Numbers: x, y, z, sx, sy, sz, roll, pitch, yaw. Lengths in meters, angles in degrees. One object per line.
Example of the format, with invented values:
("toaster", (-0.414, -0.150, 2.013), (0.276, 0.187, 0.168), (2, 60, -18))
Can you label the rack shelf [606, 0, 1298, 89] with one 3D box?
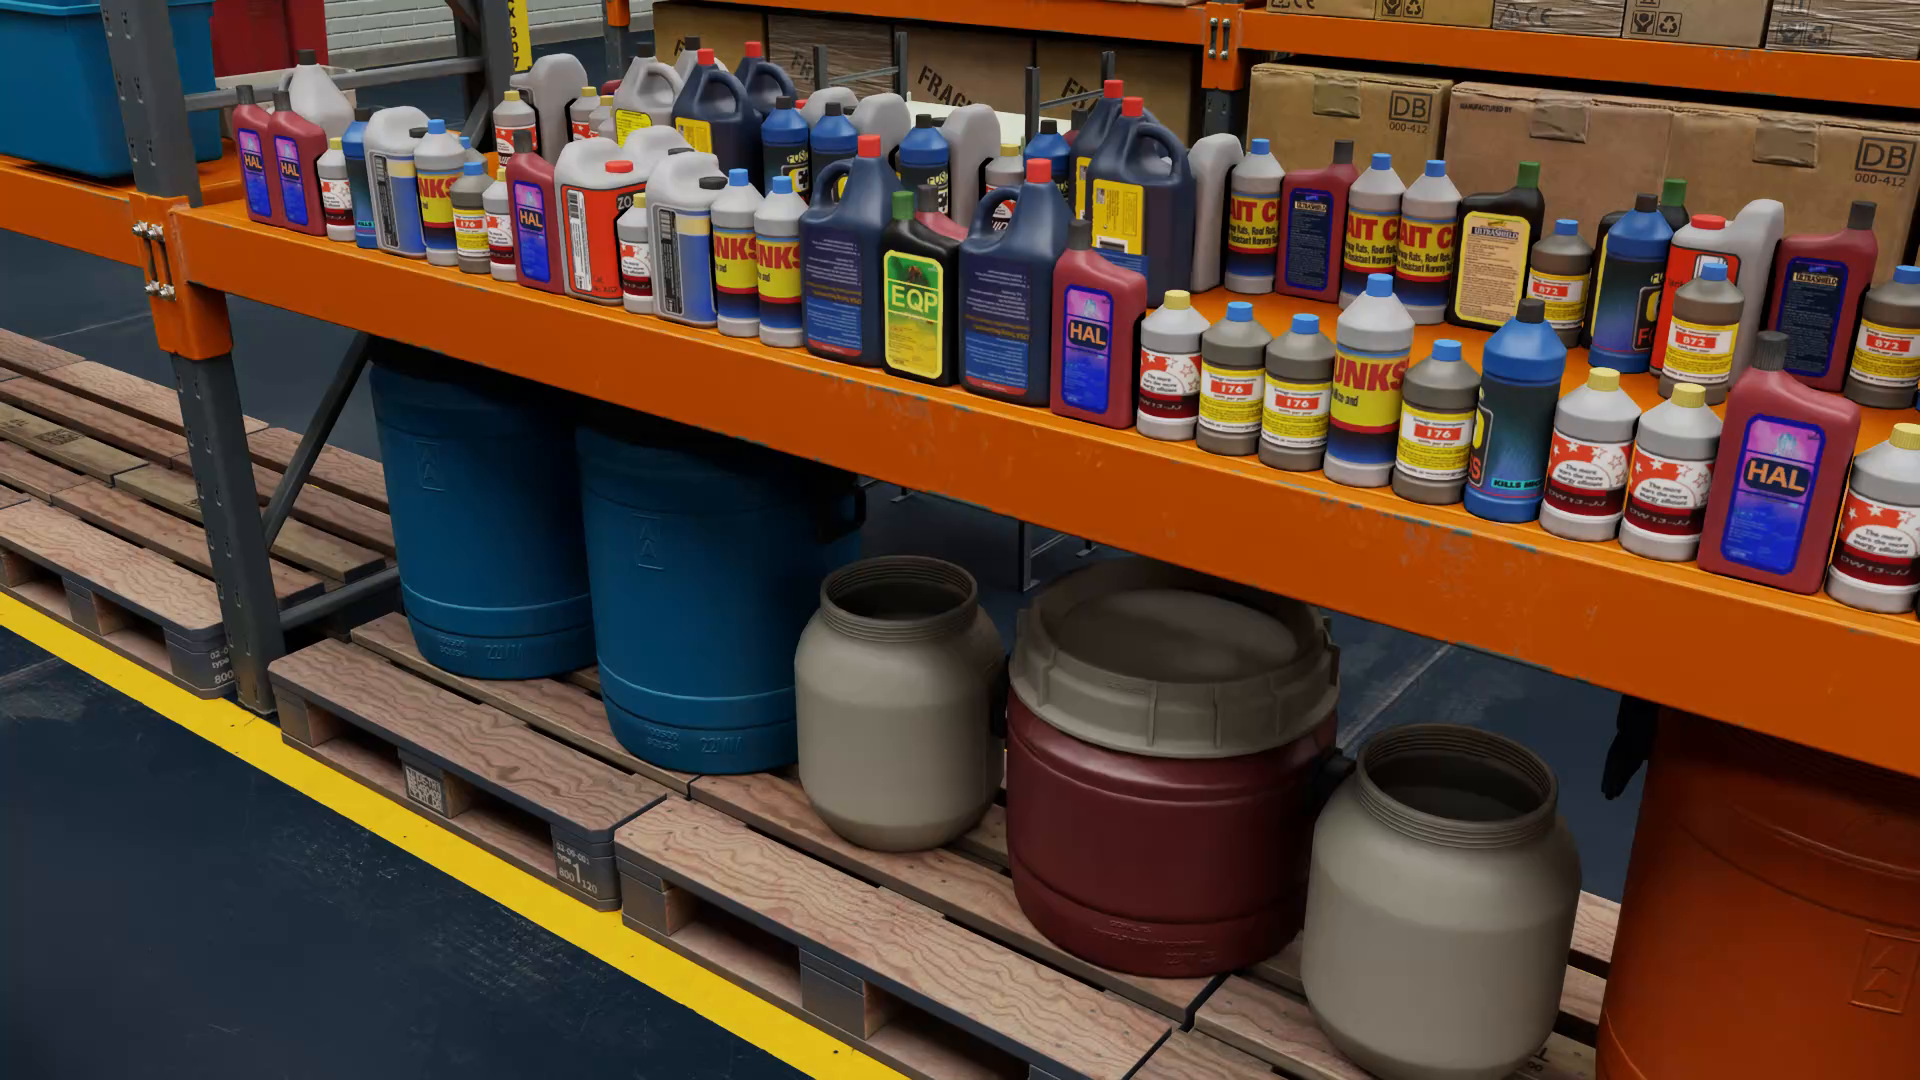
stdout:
("rack shelf", (-0.139, -2.846, 8.880), (4.000, 0.370, 1.077), (17, 29, 33))

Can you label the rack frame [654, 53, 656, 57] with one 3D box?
("rack frame", (-1.737, -3.659, 9.835), (0.053, 2.616, 0.949), (17, 29, 33))

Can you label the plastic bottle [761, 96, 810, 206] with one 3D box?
("plastic bottle", (-0.364, -0.788, 3.478), (0.097, 0.271, 0.097), (0, 24, 0))

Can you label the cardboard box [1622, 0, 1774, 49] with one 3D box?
("cardboard box", (2.899, -2.179, 6.352), (0.500, 0.500, 0.500), (17, 29, 34))

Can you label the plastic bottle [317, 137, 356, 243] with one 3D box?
("plastic bottle", (-1.261, -0.722, 3.414), (0.097, 0.201, 0.097), (0, 24, 0))

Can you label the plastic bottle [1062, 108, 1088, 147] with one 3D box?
("plastic bottle", (0.202, -0.709, 3.283), (0.133, 0.283, 0.061), (17, 29, 33))

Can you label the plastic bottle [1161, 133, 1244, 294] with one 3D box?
("plastic bottle", (0.430, -0.613, 3.076), (0.135, 0.276, 0.152), (17, 29, 33))

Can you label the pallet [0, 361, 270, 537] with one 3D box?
("pallet", (-3.101, -0.277, 5.617), (1.213, 0.211, 1.003), (17, 29, 33))

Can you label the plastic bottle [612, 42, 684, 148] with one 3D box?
("plastic bottle", (-0.664, -0.907, 3.650), (0.185, 0.351, 0.144), (17, 29, 33))

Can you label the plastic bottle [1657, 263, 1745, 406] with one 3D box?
("plastic bottle", (1.109, -0.311, 2.482), (0.097, 0.201, 0.097), (0, 24, 0))

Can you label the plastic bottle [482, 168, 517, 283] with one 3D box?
("plastic bottle", (-0.842, -0.595, 3.126), (0.097, 0.201, 0.097), (0, 24, 0))

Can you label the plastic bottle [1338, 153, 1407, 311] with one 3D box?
("plastic bottle", (0.724, -0.536, 2.906), (0.097, 0.271, 0.097), (0, 24, 0))

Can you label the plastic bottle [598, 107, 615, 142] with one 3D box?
("plastic bottle", (-0.767, -0.878, 3.769), (0.097, 0.201, 0.097), (0, 24, 0))

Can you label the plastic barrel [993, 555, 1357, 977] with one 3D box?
("plastic barrel", (0.386, 0.400, 3.093), (0.708, 0.588, 0.600), (17, 29, 33))

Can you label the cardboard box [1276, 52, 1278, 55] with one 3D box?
("cardboard box", (2.425, -3.803, 12.807), (0.250, 0.149, 0.380), (15, 28, 31))

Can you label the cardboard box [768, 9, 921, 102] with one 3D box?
("cardboard box", (-0.451, -2.529, 9.385), (0.875, 0.875, 0.875), (17, 29, 33))

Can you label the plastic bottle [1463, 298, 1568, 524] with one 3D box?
("plastic bottle", (0.690, -0.164, 2.061), (0.097, 0.271, 0.097), (0, 24, 0))

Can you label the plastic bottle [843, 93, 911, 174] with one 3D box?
("plastic bottle", (-0.196, -0.803, 3.505), (0.135, 0.276, 0.152), (17, 29, 33))

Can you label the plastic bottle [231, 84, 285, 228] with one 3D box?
("plastic bottle", (-1.471, -0.813, 3.521), (0.133, 0.283, 0.061), (17, 29, 33))

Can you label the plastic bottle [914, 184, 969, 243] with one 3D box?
("plastic bottle", (-0.020, -0.406, 2.595), (0.133, 0.283, 0.061), (17, 29, 33))

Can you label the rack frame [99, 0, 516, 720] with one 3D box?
("rack frame", (-1.509, -1.093, 4.011), (0.127, 3.000, 1.000), (17, 29, 33))

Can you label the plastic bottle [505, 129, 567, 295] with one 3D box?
("plastic bottle", (-0.761, -0.599, 3.033), (0.133, 0.283, 0.061), (17, 29, 33))

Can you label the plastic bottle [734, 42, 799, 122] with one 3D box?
("plastic bottle", (-0.429, -0.909, 3.654), (0.185, 0.351, 0.144), (17, 29, 33))

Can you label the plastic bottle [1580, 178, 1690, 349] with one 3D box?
("plastic bottle", (1.089, -0.440, 2.674), (0.133, 0.283, 0.061), (17, 29, 33))

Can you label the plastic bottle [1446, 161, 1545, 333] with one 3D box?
("plastic bottle", (0.905, -0.496, 2.801), (0.133, 0.283, 0.061), (17, 29, 33))

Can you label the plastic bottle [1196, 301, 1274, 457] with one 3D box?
("plastic bottle", (0.379, -0.226, 2.289), (0.097, 0.201, 0.097), (0, 24, 0))

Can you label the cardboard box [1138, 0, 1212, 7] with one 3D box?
("cardboard box", (1.021, -2.544, 7.616), (0.250, 0.149, 0.380), (17, 29, 34))

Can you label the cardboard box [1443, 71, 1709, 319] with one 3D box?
("cardboard box", (2.701, -1.547, 7.155), (0.875, 0.875, 1.225), (16, 28, 32))

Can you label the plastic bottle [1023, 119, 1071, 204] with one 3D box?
("plastic bottle", (0.169, -0.673, 3.217), (0.097, 0.271, 0.097), (0, 24, 0))

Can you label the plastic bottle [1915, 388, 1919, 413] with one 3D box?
("plastic bottle", (1.463, -0.313, 2.399), (0.097, 0.271, 0.097), (0, 24, 0))

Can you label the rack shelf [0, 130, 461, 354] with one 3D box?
("rack shelf", (-3.109, -1.248, 5.253), (4.000, 0.370, 1.077), (17, 29, 33))

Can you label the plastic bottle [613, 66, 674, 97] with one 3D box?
("plastic bottle", (-0.707, -0.957, 3.856), (0.135, 0.276, 0.152), (17, 29, 33))

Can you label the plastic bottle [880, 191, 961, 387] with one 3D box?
("plastic bottle", (-0.057, -0.386, 2.550), (0.133, 0.283, 0.061), (17, 29, 33))

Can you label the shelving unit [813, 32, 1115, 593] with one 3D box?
("shelving unit", (0.005, -0.685, 4.944), (0.755, 1.500, 0.431), (17, 29, 33))

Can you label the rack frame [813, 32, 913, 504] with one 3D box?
("rack frame", (-0.288, -0.773, 5.145), (0.023, 1.500, 0.400), (17, 29, 33))

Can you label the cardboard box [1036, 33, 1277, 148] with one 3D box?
("cardboard box", (0.981, -2.096, 8.402), (0.875, 0.875, 0.875), (17, 29, 33))
